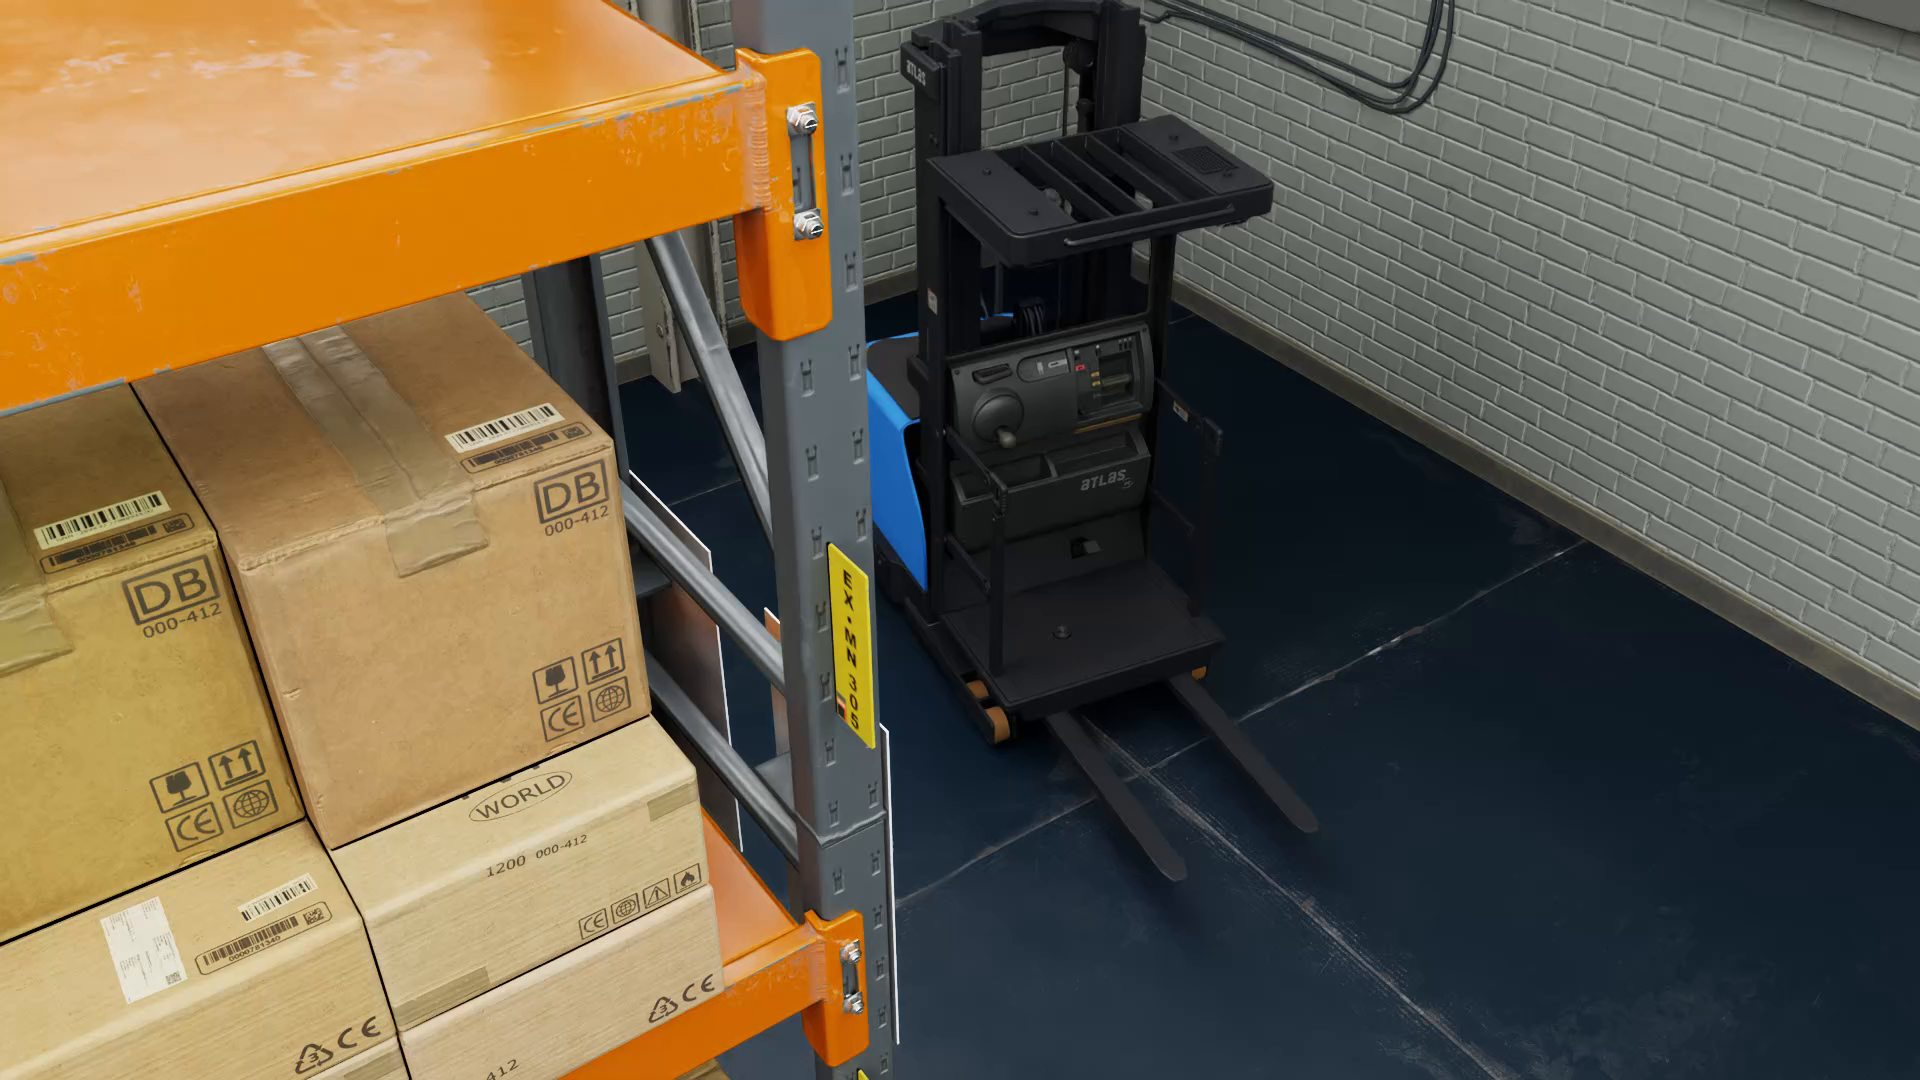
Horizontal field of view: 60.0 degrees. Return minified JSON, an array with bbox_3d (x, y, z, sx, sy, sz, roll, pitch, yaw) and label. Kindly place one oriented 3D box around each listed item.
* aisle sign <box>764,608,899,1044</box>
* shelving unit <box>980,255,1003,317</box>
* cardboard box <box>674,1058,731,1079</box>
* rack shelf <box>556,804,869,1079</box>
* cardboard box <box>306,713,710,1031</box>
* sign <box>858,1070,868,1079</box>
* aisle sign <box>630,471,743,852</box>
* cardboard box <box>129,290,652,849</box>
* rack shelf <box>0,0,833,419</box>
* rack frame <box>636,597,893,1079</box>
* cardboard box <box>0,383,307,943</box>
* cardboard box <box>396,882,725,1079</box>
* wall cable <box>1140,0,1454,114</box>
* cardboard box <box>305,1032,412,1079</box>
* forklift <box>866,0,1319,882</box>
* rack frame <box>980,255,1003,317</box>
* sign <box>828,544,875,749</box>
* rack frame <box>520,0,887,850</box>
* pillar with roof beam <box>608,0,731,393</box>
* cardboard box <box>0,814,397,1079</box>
[{"bbox_3d":[-0.230,0.533,3.026,0.004,0.787,0.394,-22,41,-28],"label":"aisle sign"},{"bbox_3d":[-0.357,-0.936,8.580,1.083,1.500,0.587,-16,39,-22],"label":"shelving unit"},{"bbox_3d":[-0.667,1.300,3.245,0.500,0.500,0.500,-23,42,-28],"label":"cardboard box"},{"bbox_3d":[-2.097,1.213,2.356,4.000,0.370,1.077,-22,41,-28],"label":"rack shelf"},{"bbox_3d":[-0.735,0.400,2.569,0.500,0.250,0.500,-22,41,-28],"label":"cardboard box"},{"bbox_3d":[-0.159,1.139,3.149,0.005,0.325,0.100,-22,41,-28],"label":"sign"},{"bbox_3d":[-0.575,0.247,3.424,0.004,0.787,0.394,-22,41,-28],"label":"aisle sign"},{"bbox_3d":[-0.872,-0.018,2.509,0.500,0.500,0.700,-22,41,-28],"label":"cardboard box"},{"bbox_3d":[-2.097,-0.004,1.481,4.000,0.370,1.077,-22,41,-28],"label":"rack shelf"},{"bbox_3d":[-0.462,1.466,3.957,0.127,3.000,1.000,-22,41,-28],"label":"rack frame"},{"bbox_3d":[-1.330,0.110,2.331,0.500,0.500,0.700,-22,41,-28],"label":"cardboard box"},{"bbox_3d":[-0.730,0.607,2.709,0.500,0.250,0.500,-22,41,-28],"label":"cardboard box"},{"bbox_3d":[1.510,-3.804,8.805,0.112,2.526,3.097,-22,41,-28],"label":"wall cable"},{"bbox_3d":[-1.145,0.770,2.483,0.500,0.250,0.500,-22,41,-28],"label":"cardboard box"},{"bbox_3d":[0.490,-0.584,6.865,1.130,2.935,3.031,-15,38,-20],"label":"forklift"},{"bbox_3d":[0.089,-1.067,8.763,0.032,1.500,0.500,-16,39,-22],"label":"rack frame"},{"bbox_3d":[-0.159,0.160,2.445,0.005,0.325,0.100,-22,41,-28],"label":"sign"},{"bbox_3d":[-0.462,-0.970,2.205,0.127,3.000,1.000,-22,41,-28],"label":"rack frame"},{"bbox_3d":[0.870,-2.599,4.470,0.400,9.000,9.100,-22,41,-28],"label":"pillar with roof beam"},{"bbox_3d":[-1.143,0.569,2.335,0.500,0.250,0.500,-22,41,-28],"label":"cardboard box"}]
